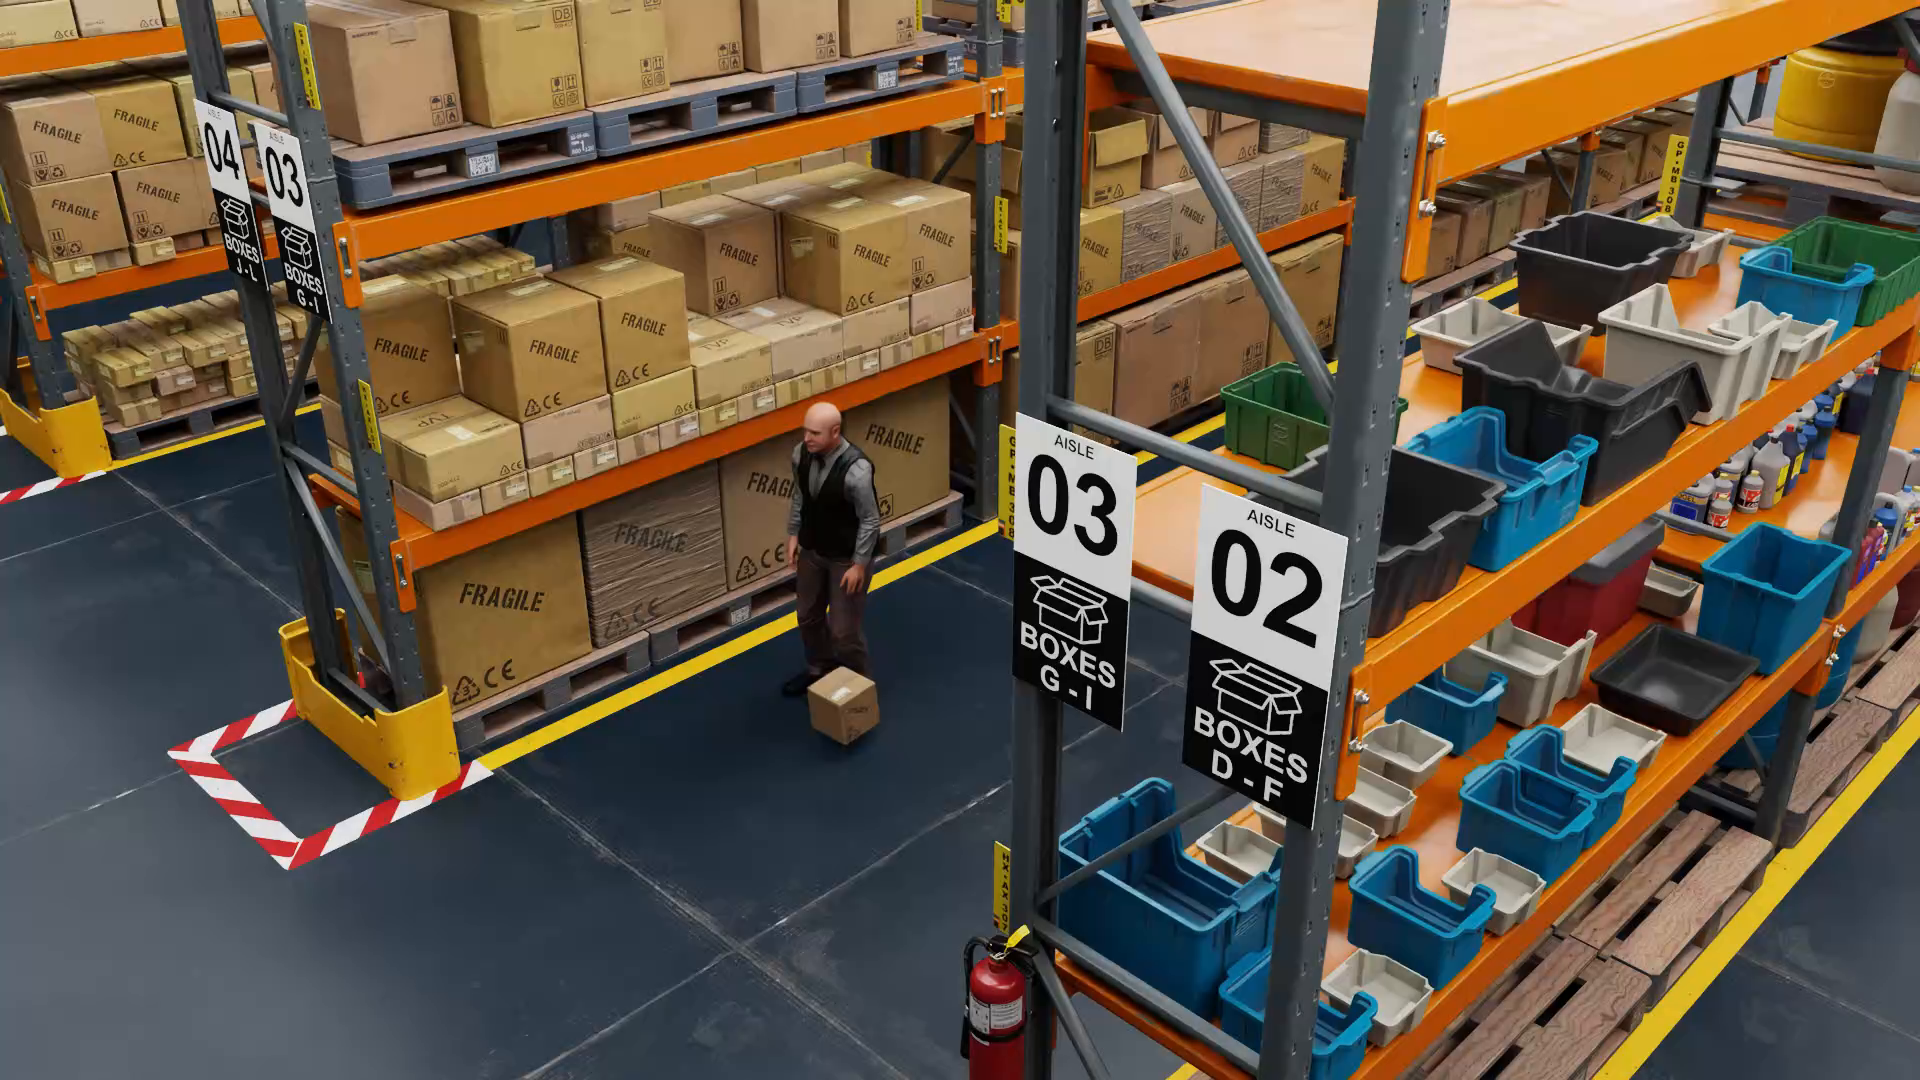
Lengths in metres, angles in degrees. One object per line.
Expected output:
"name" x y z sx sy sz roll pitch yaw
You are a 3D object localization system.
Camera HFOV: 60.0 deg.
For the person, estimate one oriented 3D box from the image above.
"person" -0.631 0.078 8.498 0.585 1.720 0.419 22 35 36
